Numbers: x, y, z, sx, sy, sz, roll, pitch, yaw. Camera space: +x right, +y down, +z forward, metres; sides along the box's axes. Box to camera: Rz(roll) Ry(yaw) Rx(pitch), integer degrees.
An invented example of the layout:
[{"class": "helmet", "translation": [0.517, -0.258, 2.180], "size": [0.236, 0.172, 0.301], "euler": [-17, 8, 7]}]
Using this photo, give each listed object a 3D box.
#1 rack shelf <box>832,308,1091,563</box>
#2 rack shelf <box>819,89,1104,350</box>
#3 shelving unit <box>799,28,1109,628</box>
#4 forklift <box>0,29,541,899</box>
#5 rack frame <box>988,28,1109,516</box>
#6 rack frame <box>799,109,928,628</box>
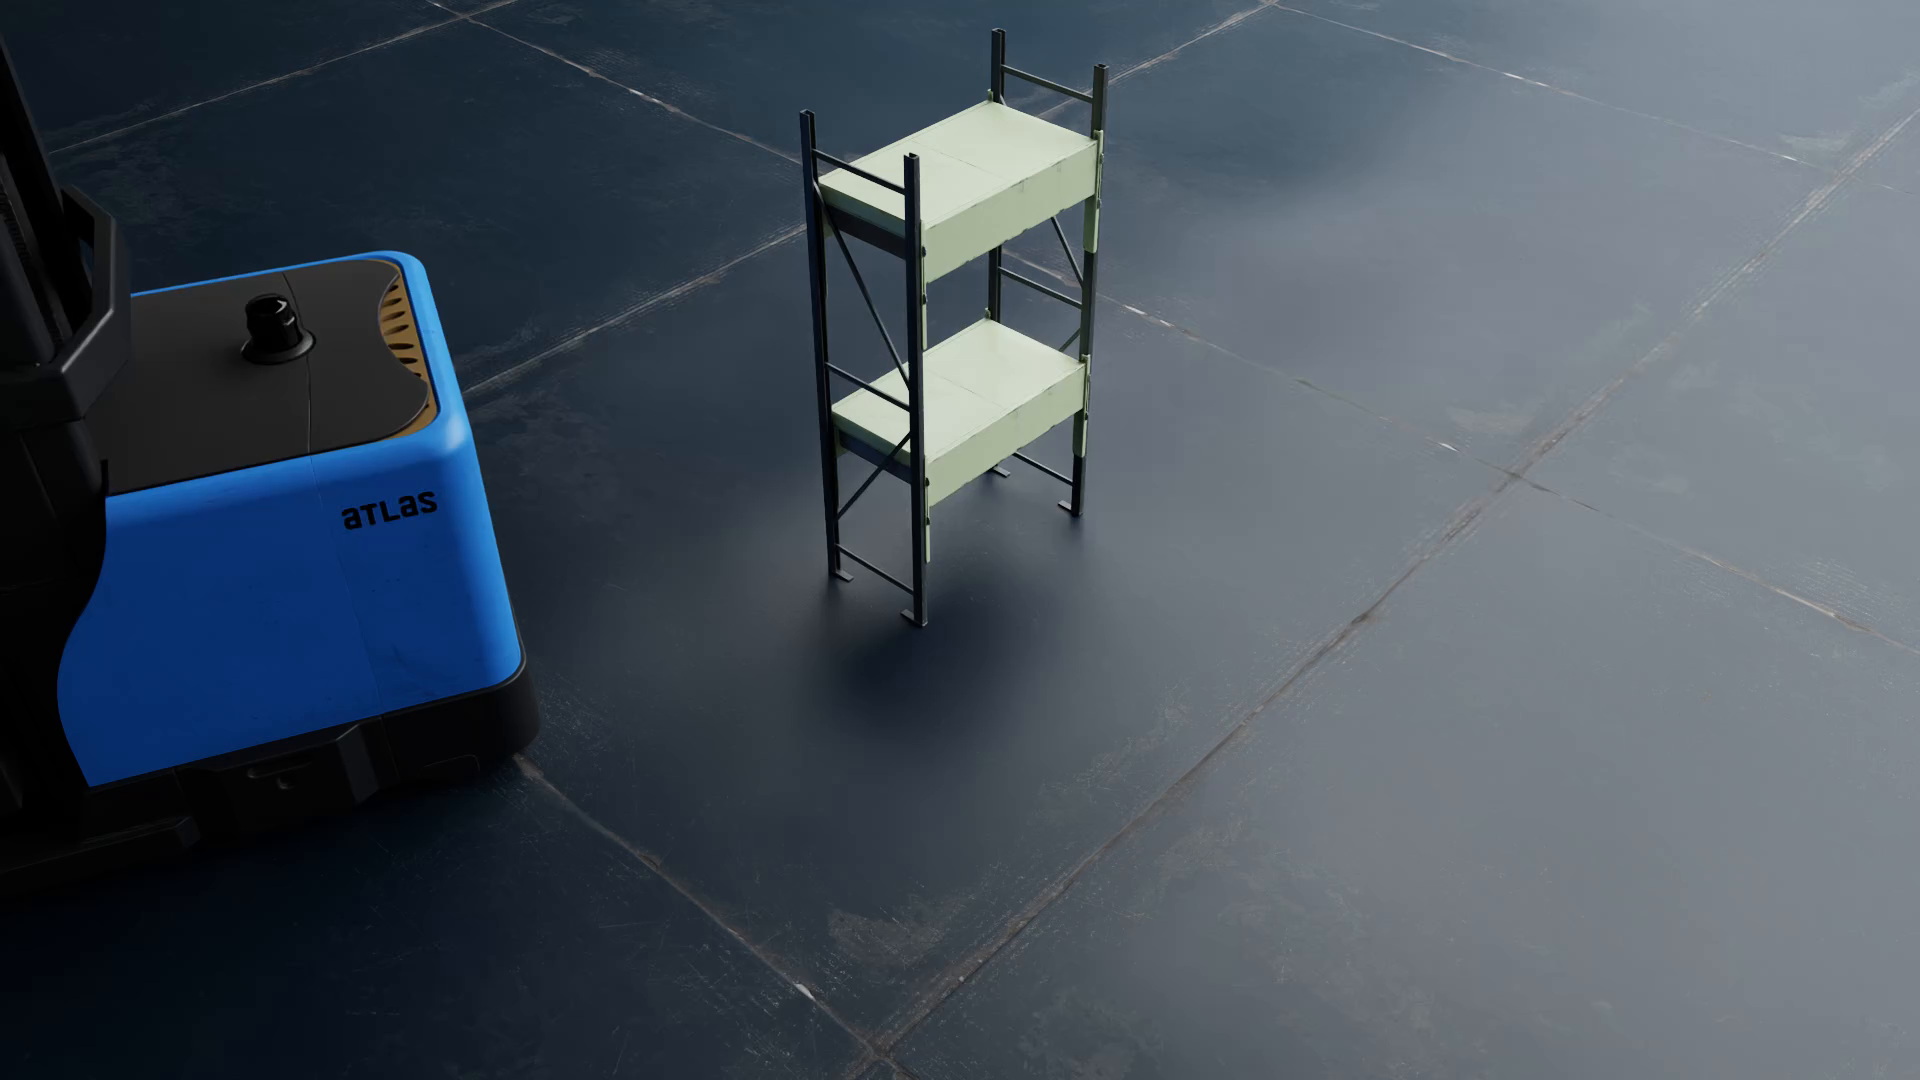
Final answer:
[{"class": "rack shelf", "translation": [-0.005, -0.329, 4.982], "size": [0.431, 0.370, 0.720], "euler": [30, 47, 32]}, {"class": "rack shelf", "translation": [-0.004, -0.889, 4.536], "size": [0.431, 0.370, 0.720], "euler": [30, 47, 32]}, {"class": "shelving unit", "translation": [-0.005, -0.584, 4.779], "size": [0.431, 1.500, 0.755], "euler": [30, 47, 32]}, {"class": "forklift", "translation": [-2.704, -0.500, 3.524], "size": [3.031, 2.935, 1.130], "euler": [-14, 41, -17]}, {"class": "rack frame", "translation": [0.242, -0.752, 4.991], "size": [0.400, 1.500, 0.023], "euler": [30, 47, 32]}, {"class": "rack frame", "translation": [-0.251, -0.416, 4.568], "size": [0.400, 1.500, 0.023], "euler": [30, 47, 32]}]
